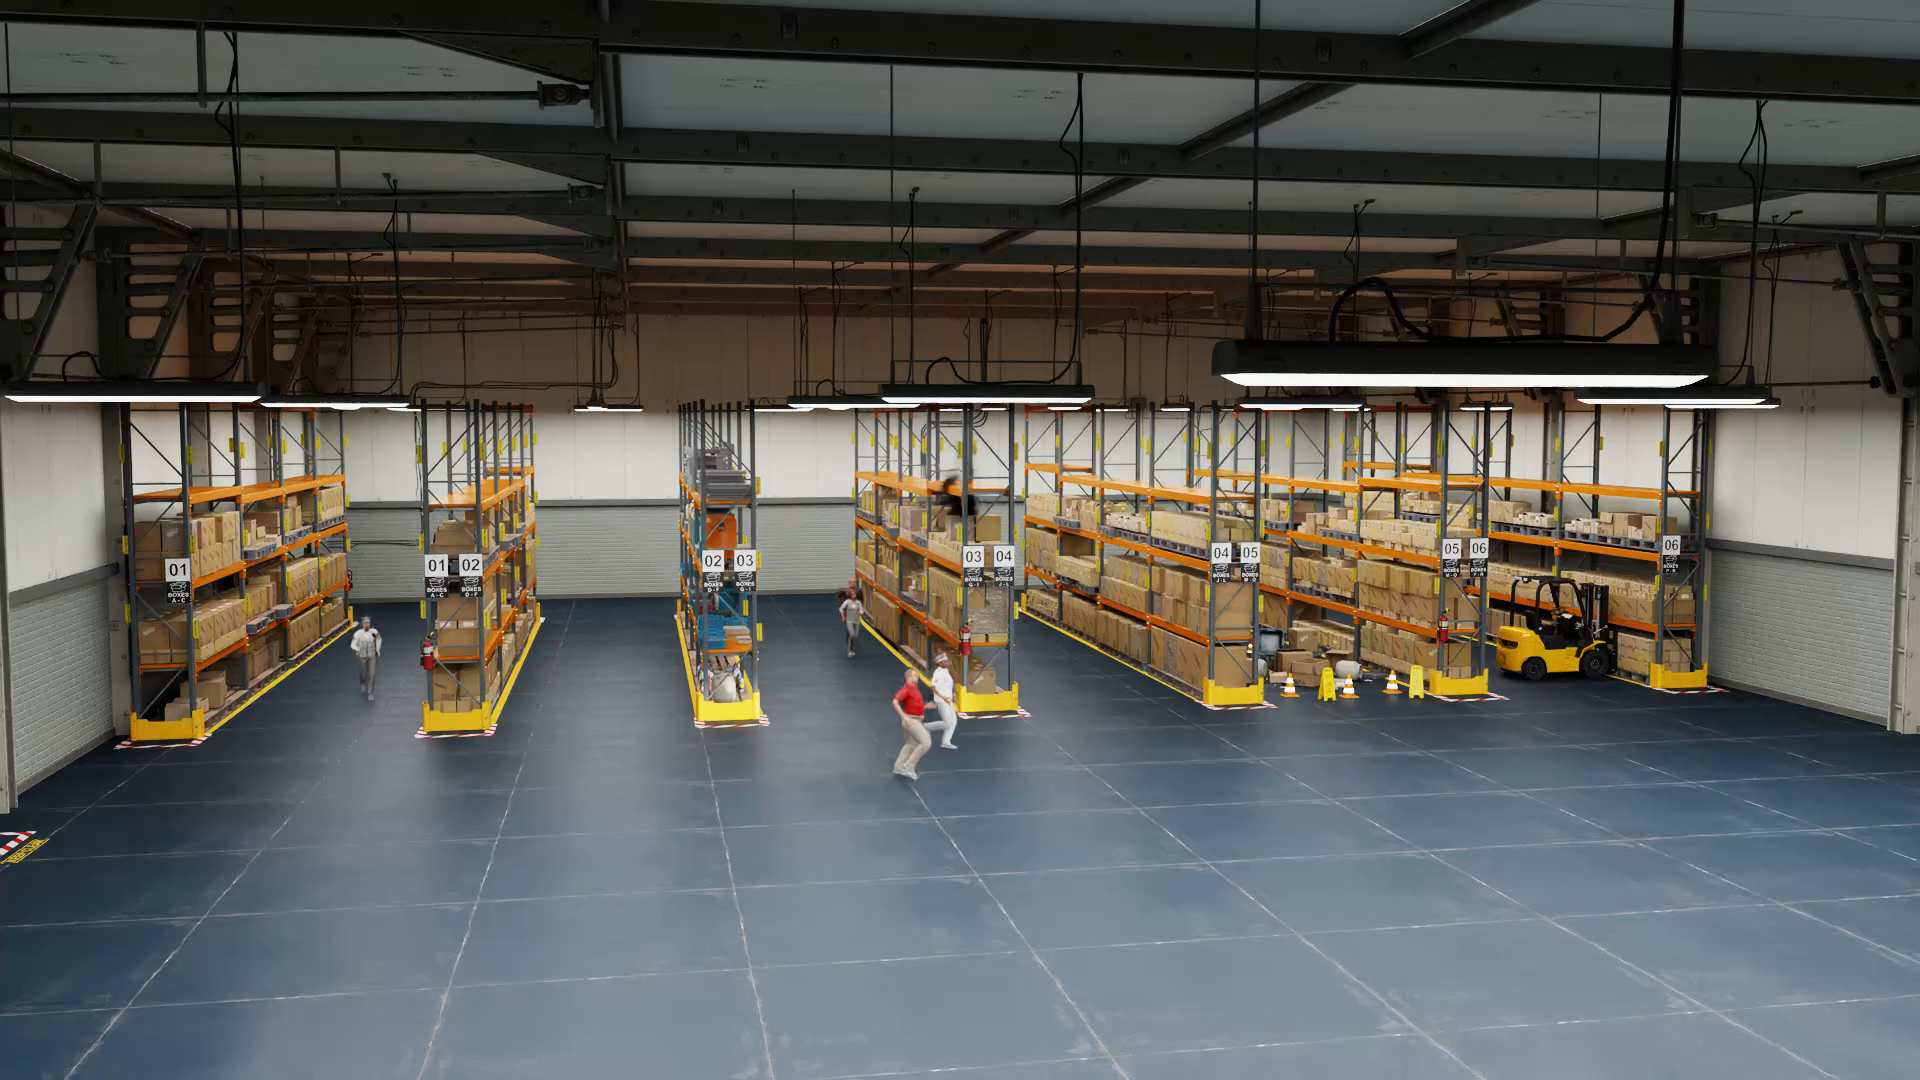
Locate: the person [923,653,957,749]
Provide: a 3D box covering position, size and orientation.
[{"bbox_3d":[-0.335,2.754,28.515,0.612,1.660,0.575,1,5,17],"label":"person"}]

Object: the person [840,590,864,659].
[{"bbox_3d":[-2.522,1.976,39.075,0.503,1.617,0.682,-2,5,-22],"label":"person"}]

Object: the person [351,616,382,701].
[{"bbox_3d":[-11.958,2.354,33.541,0.600,1.681,0.892,-2,5,-25],"label":"person"}]

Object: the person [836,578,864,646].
[{"bbox_3d":[-2.637,1.812,40.352,0.613,1.814,0.909,-2,5,-25],"label":"person"}]

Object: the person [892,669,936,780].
[{"bbox_3d":[-0.714,2.935,26.146,0.693,1.667,0.637,0,4,5],"label":"person"}]
